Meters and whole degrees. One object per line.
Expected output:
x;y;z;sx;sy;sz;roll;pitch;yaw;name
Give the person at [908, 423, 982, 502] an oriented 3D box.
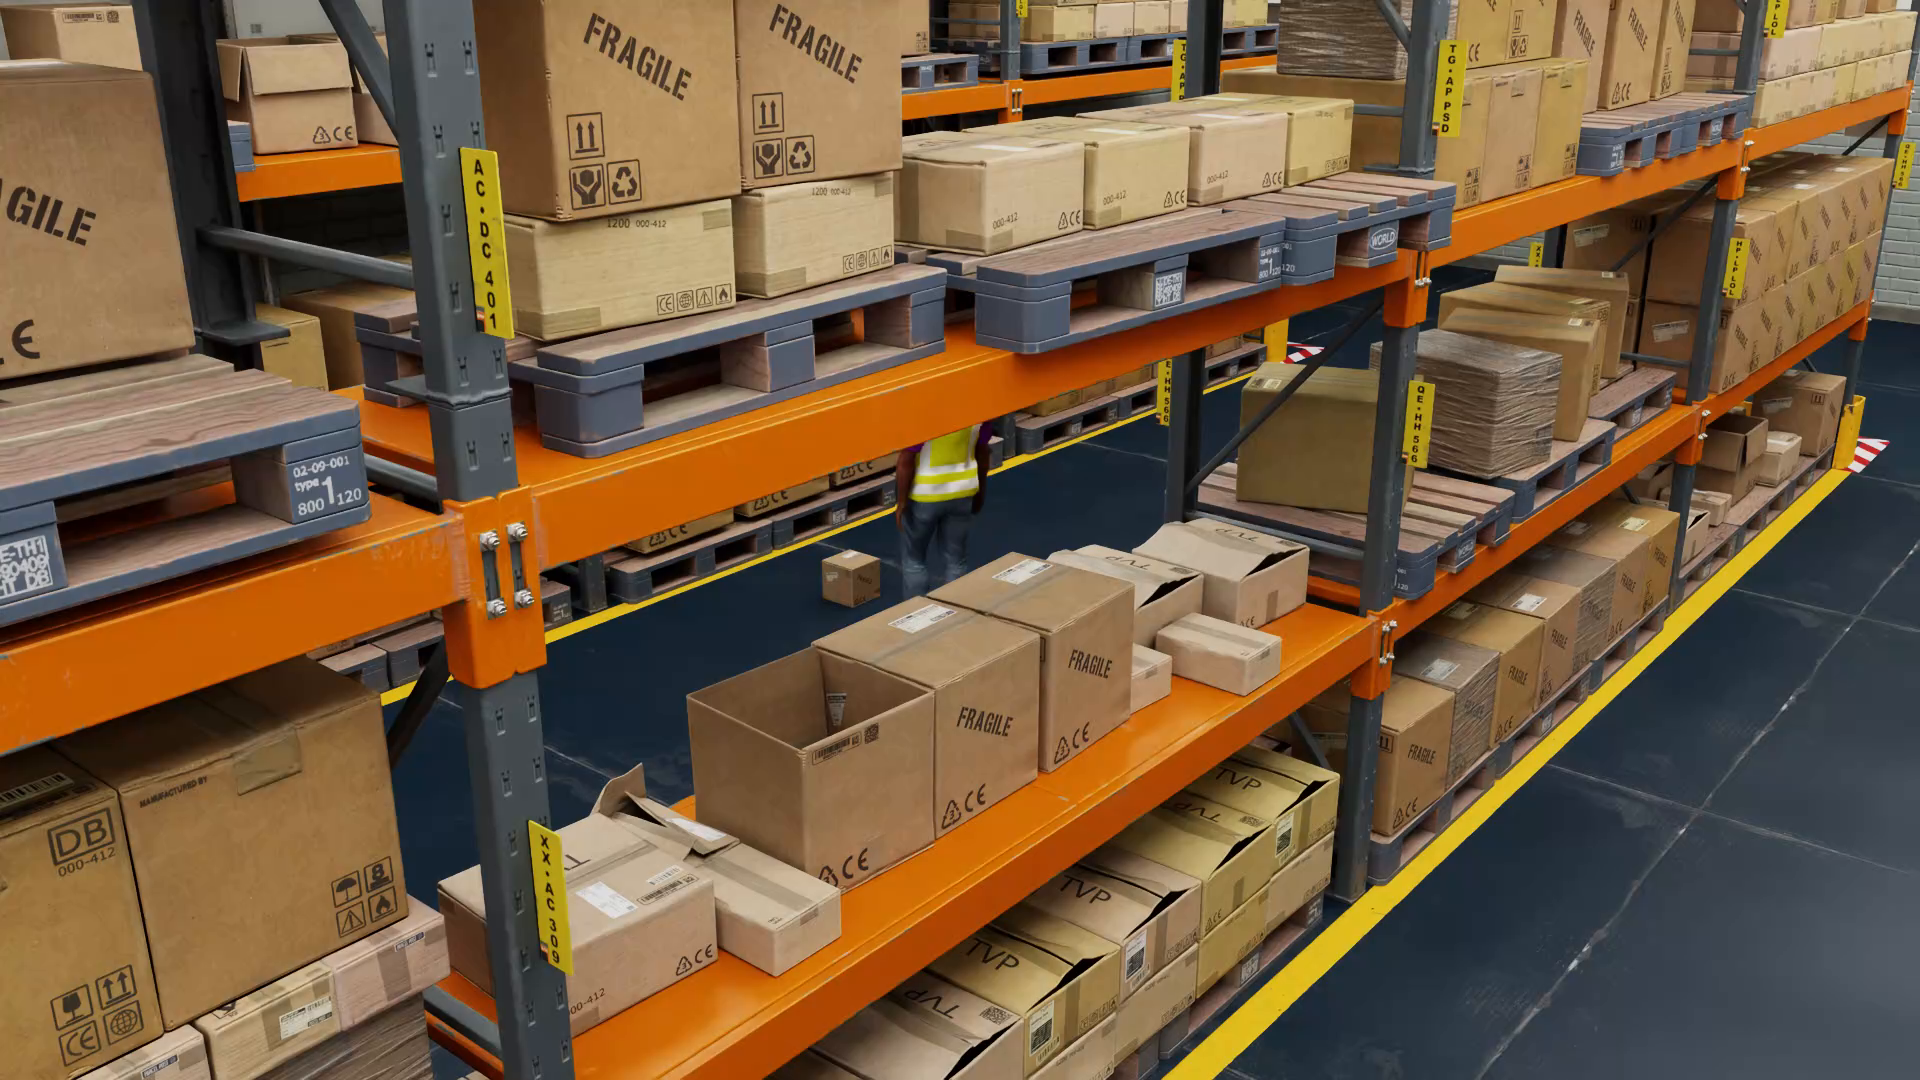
3.522;2.187;0.533;0.516;3.238;19.833;-8;22;-21;person
